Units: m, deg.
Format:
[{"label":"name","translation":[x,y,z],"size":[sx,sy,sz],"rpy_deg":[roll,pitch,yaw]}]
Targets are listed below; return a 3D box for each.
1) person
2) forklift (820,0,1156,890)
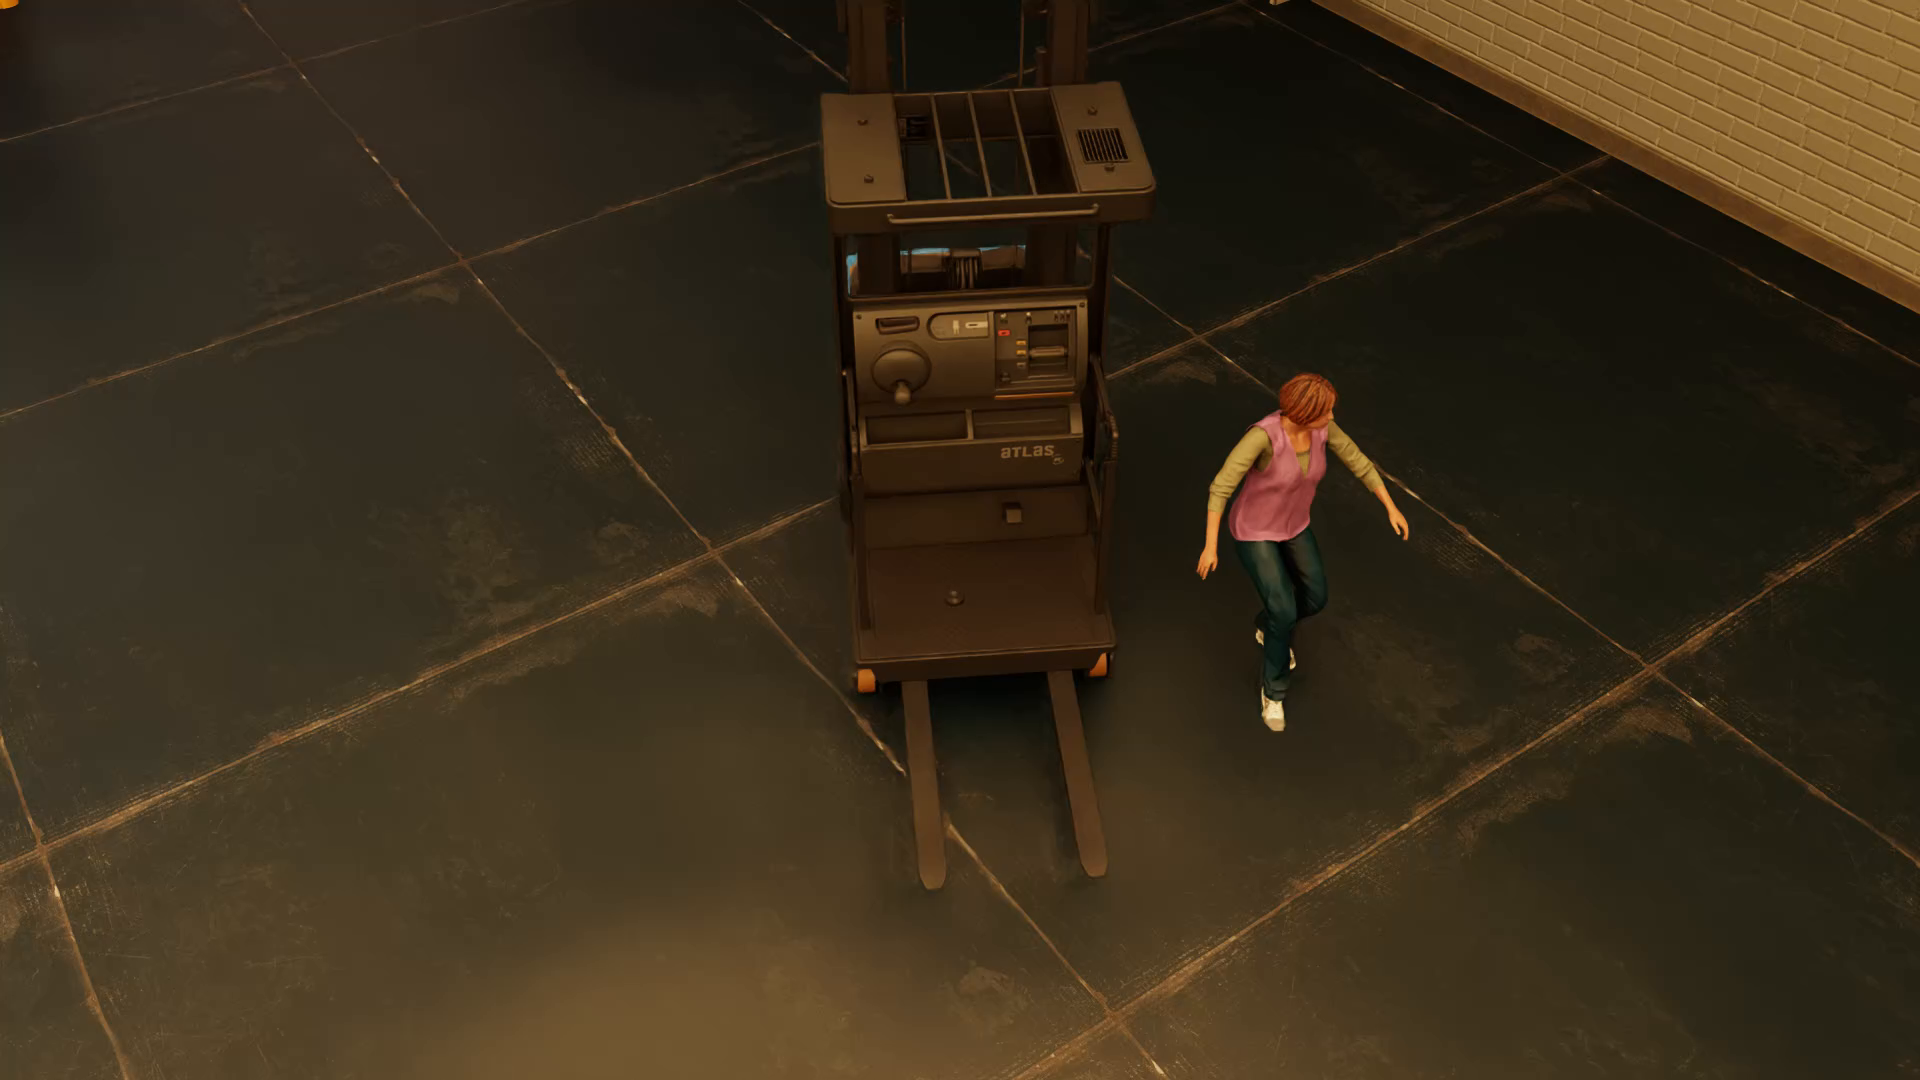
[{"label":"person","translation":[1.341,0.042,6.782],"size":[0.808,1.529,0.615],"rpy_deg":[-25,48,-25]},{"label":"forklift","translation":[0.067,-0.664,6.436],"size":[1.130,2.935,3.031],"rpy_deg":[-4,43,-4]}]
